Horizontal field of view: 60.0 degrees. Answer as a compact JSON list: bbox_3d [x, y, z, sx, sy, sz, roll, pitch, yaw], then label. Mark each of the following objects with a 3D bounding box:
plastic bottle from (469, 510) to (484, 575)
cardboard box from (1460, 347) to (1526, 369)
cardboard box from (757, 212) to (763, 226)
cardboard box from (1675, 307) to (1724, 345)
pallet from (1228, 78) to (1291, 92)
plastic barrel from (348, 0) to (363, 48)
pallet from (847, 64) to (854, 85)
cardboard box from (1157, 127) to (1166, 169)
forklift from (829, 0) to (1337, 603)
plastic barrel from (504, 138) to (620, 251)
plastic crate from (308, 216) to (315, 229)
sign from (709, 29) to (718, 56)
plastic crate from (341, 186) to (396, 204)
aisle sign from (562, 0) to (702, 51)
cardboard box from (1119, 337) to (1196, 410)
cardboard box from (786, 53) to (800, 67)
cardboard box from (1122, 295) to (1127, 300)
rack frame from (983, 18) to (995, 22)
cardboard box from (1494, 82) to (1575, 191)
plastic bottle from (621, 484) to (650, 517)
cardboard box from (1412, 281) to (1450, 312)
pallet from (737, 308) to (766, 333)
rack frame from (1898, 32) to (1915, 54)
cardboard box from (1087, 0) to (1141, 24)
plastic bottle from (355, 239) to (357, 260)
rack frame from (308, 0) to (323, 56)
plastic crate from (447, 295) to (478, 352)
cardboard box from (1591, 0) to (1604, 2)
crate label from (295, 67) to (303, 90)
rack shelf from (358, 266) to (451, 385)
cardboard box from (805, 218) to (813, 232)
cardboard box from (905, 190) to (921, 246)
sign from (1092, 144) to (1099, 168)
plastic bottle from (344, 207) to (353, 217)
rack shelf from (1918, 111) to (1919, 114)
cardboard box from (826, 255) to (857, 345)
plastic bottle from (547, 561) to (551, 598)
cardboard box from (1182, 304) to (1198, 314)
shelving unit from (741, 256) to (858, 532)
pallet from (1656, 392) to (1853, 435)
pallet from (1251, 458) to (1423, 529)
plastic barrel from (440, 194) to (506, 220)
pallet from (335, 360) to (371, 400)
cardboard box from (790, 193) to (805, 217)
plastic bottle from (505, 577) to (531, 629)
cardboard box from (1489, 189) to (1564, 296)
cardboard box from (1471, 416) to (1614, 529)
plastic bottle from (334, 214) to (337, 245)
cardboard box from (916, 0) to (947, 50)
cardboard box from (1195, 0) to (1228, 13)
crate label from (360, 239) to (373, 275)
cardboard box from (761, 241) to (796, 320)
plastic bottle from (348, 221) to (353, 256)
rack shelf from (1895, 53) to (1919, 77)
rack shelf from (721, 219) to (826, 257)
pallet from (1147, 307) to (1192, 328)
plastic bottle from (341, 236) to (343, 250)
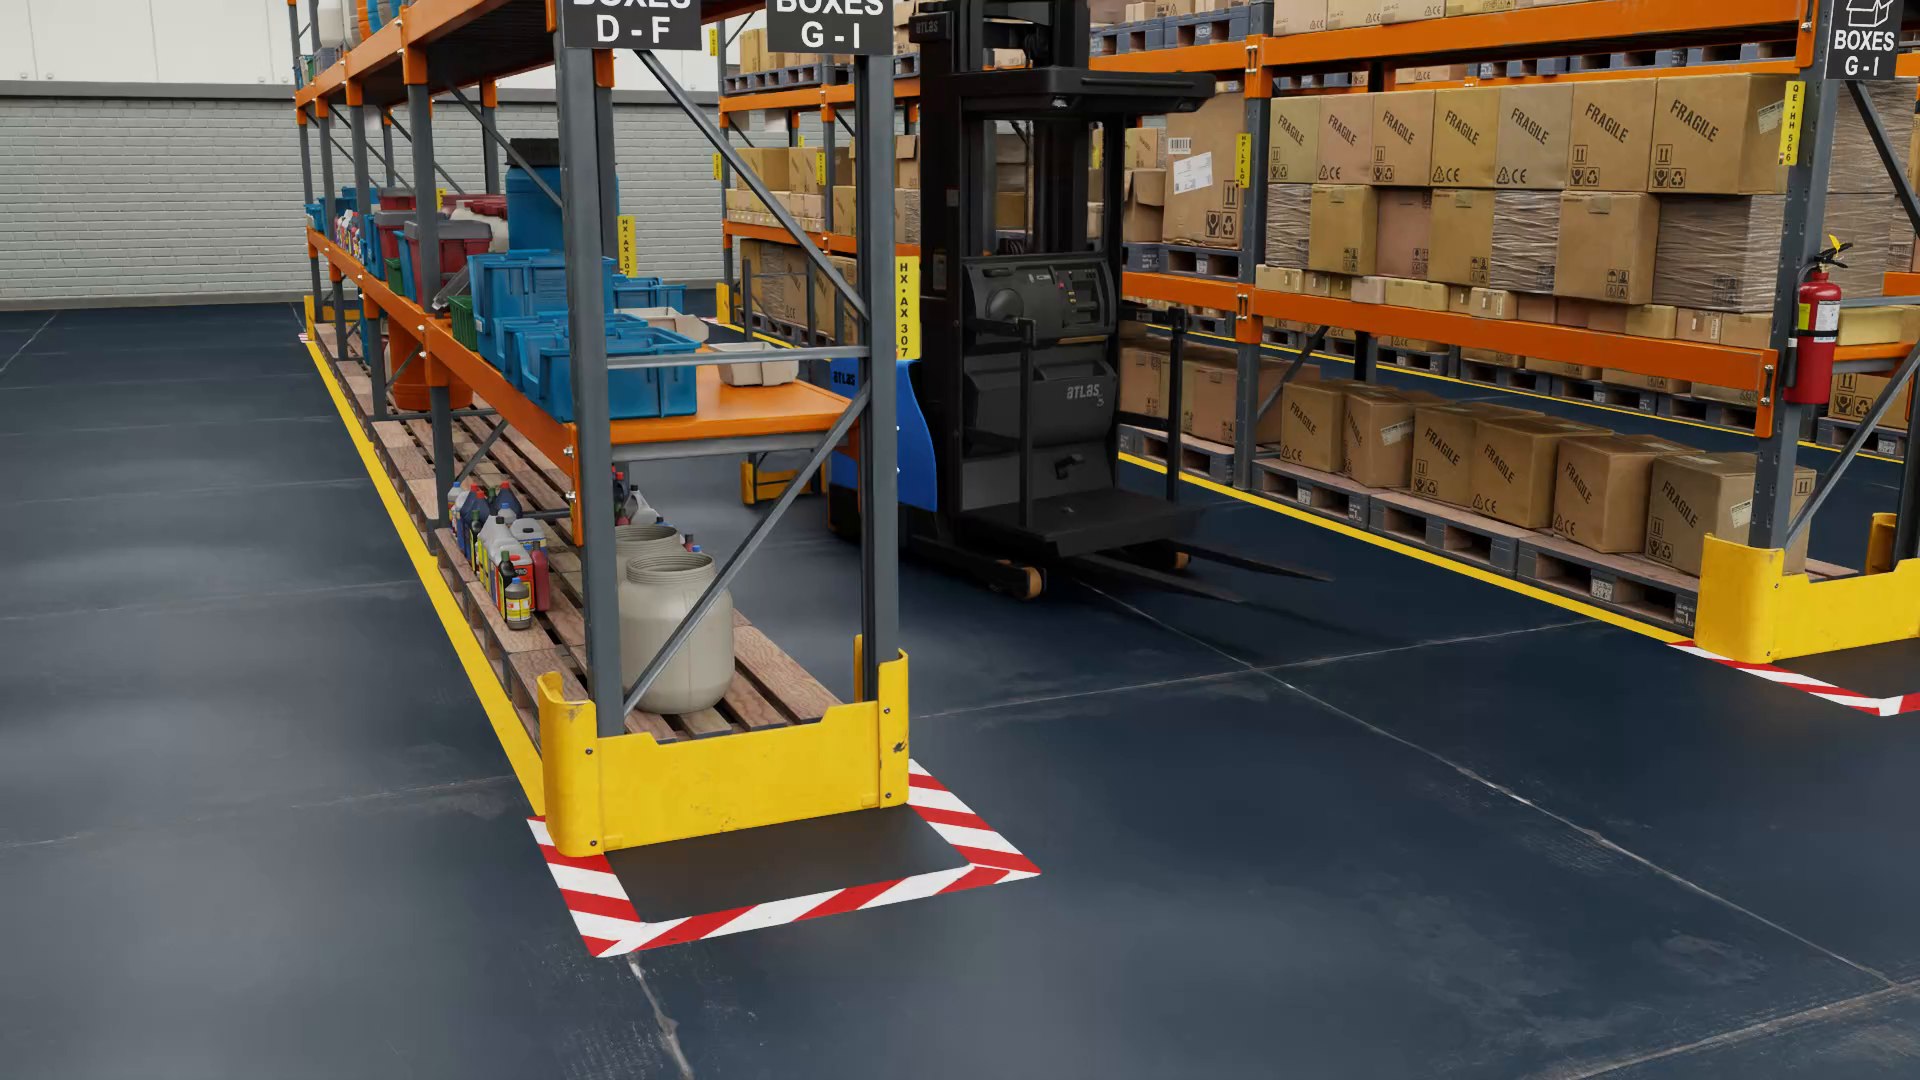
[{"bbox_3d":[-2.238,0.010,7.721,0.061,0.283,0.133,-5,14,-20],"label":"plastic bottle"},{"bbox_3d":[5.398,-2.055,15.656,1.050,0.750,0.750,-6,14,-24],"label":"cardboard box"},{"bbox_3d":[-2.196,-3.815,19.760,0.380,0.149,0.250,-6,14,-24],"label":"cardboard box"},{"bbox_3d":[3.453,-0.970,7.467,0.380,0.149,0.250,-6,14,-23],"label":"cardboard box"},{"bbox_3d":[3.784,-5.140,18.689,1.213,0.211,1.003,-6,14,-23],"label":"pallet"},{"bbox_3d":[-3.757,-3.723,11.037,0.600,0.901,0.600,0,13,0],"label":"plastic barrel"},{"bbox_3d":[-0.538,-4.663,16.638,0.805,0.209,1.217,-6,14,-25],"label":"pallet"},{"bbox_3d":[2.794,-4.874,20.677,0.500,0.500,0.500,-5,14,-21],"label":"cardboard box"},{"bbox_3d":[0.550,-1.260,8.313,1.130,2.935,3.031,-10,16,-36],"label":"forklift"},{"bbox_3d":[-2.162,-1.731,9.086,0.600,0.901,0.708,-6,14,-23],"label":"plastic barrel"},{"bbox_3d":[-6.970,-3.465,18.141,0.250,0.136,0.298,-6,14,-23],"label":"plastic crate"},{"bbox_3d":[-3.064,-6.183,20.667,0.100,0.325,0.005,-6,14,-23],"label":"sign"},{"bbox_3d":[-6.786,-3.853,19.155,0.616,0.435,0.499,-6,14,-23],"label":"plastic crate"},{"bbox_3d":[-0.925,-1.778,4.635,0.394,0.787,0.004,-6,14,-23],"label":"aisle sign"},{"bbox_3d":[1.406,-1.284,12.831,0.700,0.500,0.500,-4,14,-18],"label":"cardboard box"},{"bbox_3d":[-1.531,-5.511,18.502,0.700,0.500,0.500,-5,14,-20],"label":"cardboard box"},{"bbox_3d":[2.236,-3.252,22.159,0.380,0.149,0.250,-5,14,-22],"label":"cardboard box"},{"bbox_3d":[0.652,-5.576,13.506,1.000,3.000,0.127,-6,14,-23],"label":"rack frame"},{"bbox_3d":[3.006,-1.979,8.170,0.500,0.500,0.500,-6,14,-23],"label":"cardboard box"},{"bbox_3d":[-1.556,-0.090,8.006,0.144,0.351,0.185,-6,14,-23],"label":"plastic bottle"},{"bbox_3d":[2.677,-1.325,8.997,0.380,0.149,0.250,-6,14,-23],"label":"cardboard box"},{"bbox_3d":[-2.161,-2.790,20.955,1.003,0.211,1.213,-6,14,-23],"label":"pallet"},{"bbox_3d":[9.732,-6.471,17.374,1.000,3.000,0.127,-6,14,-23],"label":"rack frame"},{"bbox_3d":[1.012,-4.079,12.357,0.500,0.500,0.500,-6,14,-25],"label":"cardboard box"},{"bbox_3d":[-4.757,-2.328,13.218,0.097,0.201,0.097,0,13,0],"label":"plastic bottle"},{"bbox_3d":[-5.489,-5.955,15.144,1.000,3.000,0.127,-6,14,-23],"label":"rack frame"},{"bbox_3d":[-1.999,-0.971,7.381,0.450,0.188,0.662,-6,14,-23],"label":"plastic crate"},{"bbox_3d":[3.228,-2.569,7.496,0.500,0.250,0.500,-6,14,-23],"label":"cardboard box"},{"bbox_3d":[-7.018,-5.028,18.120,0.408,0.251,0.502,-6,14,-23],"label":"crate label"},{"bbox_3d":[-3.086,-1.443,10.546,1.077,0.370,4.000,-6,14,-23],"label":"rack shelf"},{"bbox_3d":[-1.477,-3.444,18.156,0.380,0.149,0.250,-5,14,-22],"label":"cardboard box"},{"bbox_3d":[-0.179,-2.992,15.425,0.500,0.500,0.500,-6,14,-25],"label":"cardboard box"},{"bbox_3d":[1.145,-3.230,14.282,0.100,0.325,0.005,-6,14,-23],"label":"sign"},{"bbox_3d":[-5.629,-2.898,15.349,0.144,0.351,0.185,-6,14,-23],"label":"plastic bottle"},{"bbox_3d":[13.477,-5.522,21.519,1.077,0.370,4.000,-6,14,-23],"label":"rack shelf"},{"bbox_3d":[-0.676,-2.519,17.382,1.225,0.875,0.875,-6,14,-23],"label":"cardboard box"},{"bbox_3d":[-1.844,0.157,7.268,0.097,0.201,0.097,0,13,0],"label":"plastic bottle"},{"bbox_3d":[2.973,-2.883,20.566,0.380,0.149,0.250,-6,14,-25],"label":"cardboard box"},{"bbox_3d":[-0.811,-0.914,9.991,0.587,1.500,1.083,-10,16,-36],"label":"shelving unit"},{"bbox_3d":[6.461,-1.048,13.432,1.003,0.211,1.213,-6,14,-23],"label":"pallet"},{"bbox_3d":[2.555,-0.333,10.341,1.003,0.211,1.213,-6,14,-23],"label":"pallet"},{"bbox_3d":[-3.423,-2.204,11.939,0.600,0.536,0.708,-6,14,-23],"label":"plastic barrel"},{"bbox_3d":[-5.218,-1.511,15.430,1.003,0.211,1.213,-6,14,-23],"label":"pallet"},{"bbox_3d":[-1.578,-3.726,18.490,0.500,0.250,0.500,-5,14,-21],"label":"cardboard box"},{"bbox_3d":[-1.819,0.256,6.843,0.097,0.201,0.097,0,13,0],"label":"plastic bottle"},{"bbox_3d":[3.190,-1.510,8.361,0.875,0.500,0.500,-6,14,-23],"label":"cardboard box"},{"bbox_3d":[3.117,-0.370,8.927,0.500,0.500,0.500,-4,14,-18],"label":"cardboard box"},{"bbox_3d":[-5.733,-2.862,15.340,0.061,0.283,0.133,-6,14,-23],"label":"plastic bottle"},{"bbox_3d":[-0.085,-4.658,15.039,0.500,0.500,0.500,-5,14,-20],"label":"cardboard box"},{"bbox_3d":[1.786,-3.613,11.042,0.396,0.266,0.258,-5,14,-21],"label":"cardboard box"},{"bbox_3d":[-4.061,-2.004,11.747,0.303,0.233,0.416,-6,14,-23],"label":"crate label"},{"bbox_3d":[-1.859,-3.163,20.164,0.875,0.875,0.875,-6,14,-23],"label":"cardboard box"},{"bbox_3d":[-5.025,-2.496,13.762,0.061,0.283,0.133,-6,14,-23],"label":"plastic bottle"},{"bbox_3d":[7.640,-2.952,10.415,1.077,0.370,4.000,-6,14,-23],"label":"rack shelf"},{"bbox_3d":[-1.752,-3.543,19.620,1.077,0.370,4.000,-6,14,-23],"label":"rack shelf"},{"bbox_3d":[2.840,-2.937,21.590,1.003,0.211,1.213,-6,14,-23],"label":"pallet"},{"bbox_3d":[-5.407,-2.664,14.667,0.097,0.201,0.097,0,13,0],"label":"plastic bottle"}]
